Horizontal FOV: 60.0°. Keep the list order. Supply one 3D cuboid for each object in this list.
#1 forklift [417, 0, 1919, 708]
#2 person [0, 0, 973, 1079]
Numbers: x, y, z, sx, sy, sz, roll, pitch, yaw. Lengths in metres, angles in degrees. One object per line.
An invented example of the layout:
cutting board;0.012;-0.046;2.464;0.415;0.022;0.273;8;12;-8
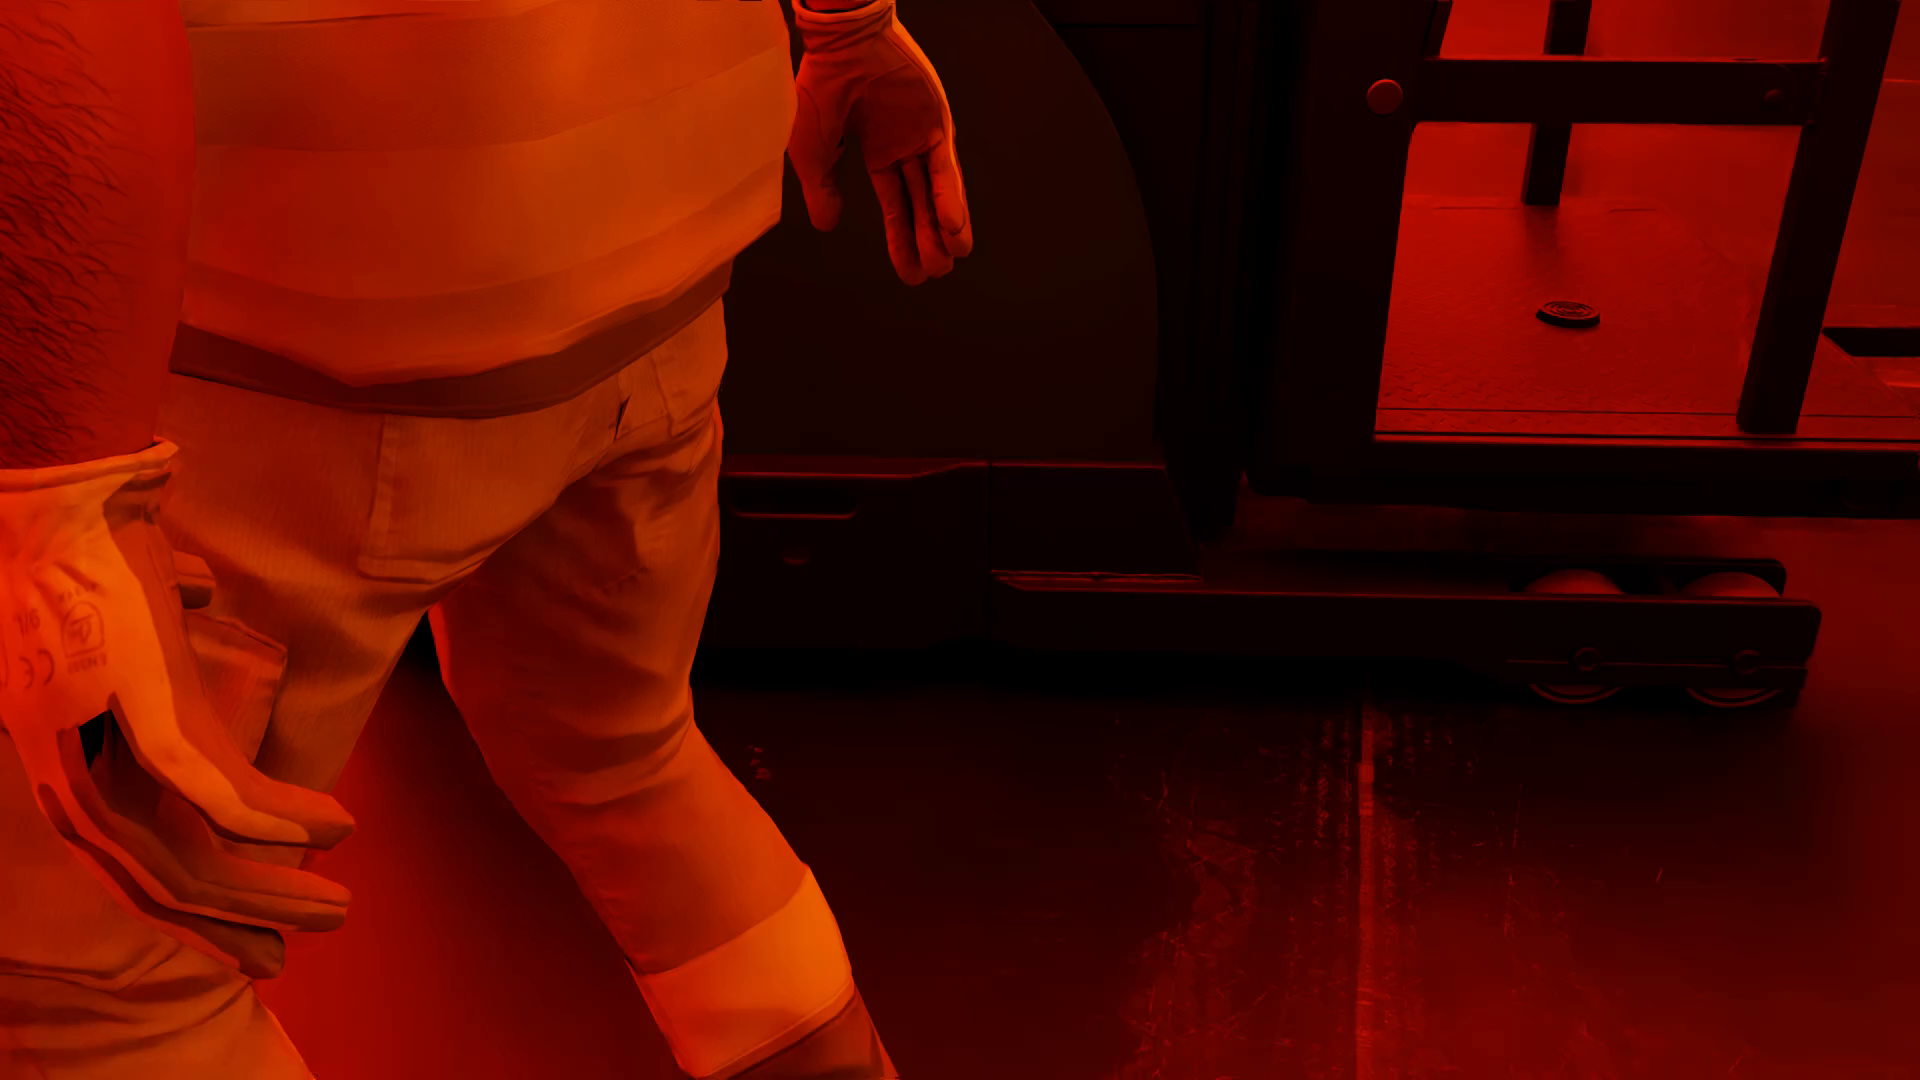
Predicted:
forklift;0.704;-1.345;1.911;3.031;2.935;1.130;1;27;2
person;-0.287;-0.150;0.898;0.459;1.750;0.869;12;29;22
